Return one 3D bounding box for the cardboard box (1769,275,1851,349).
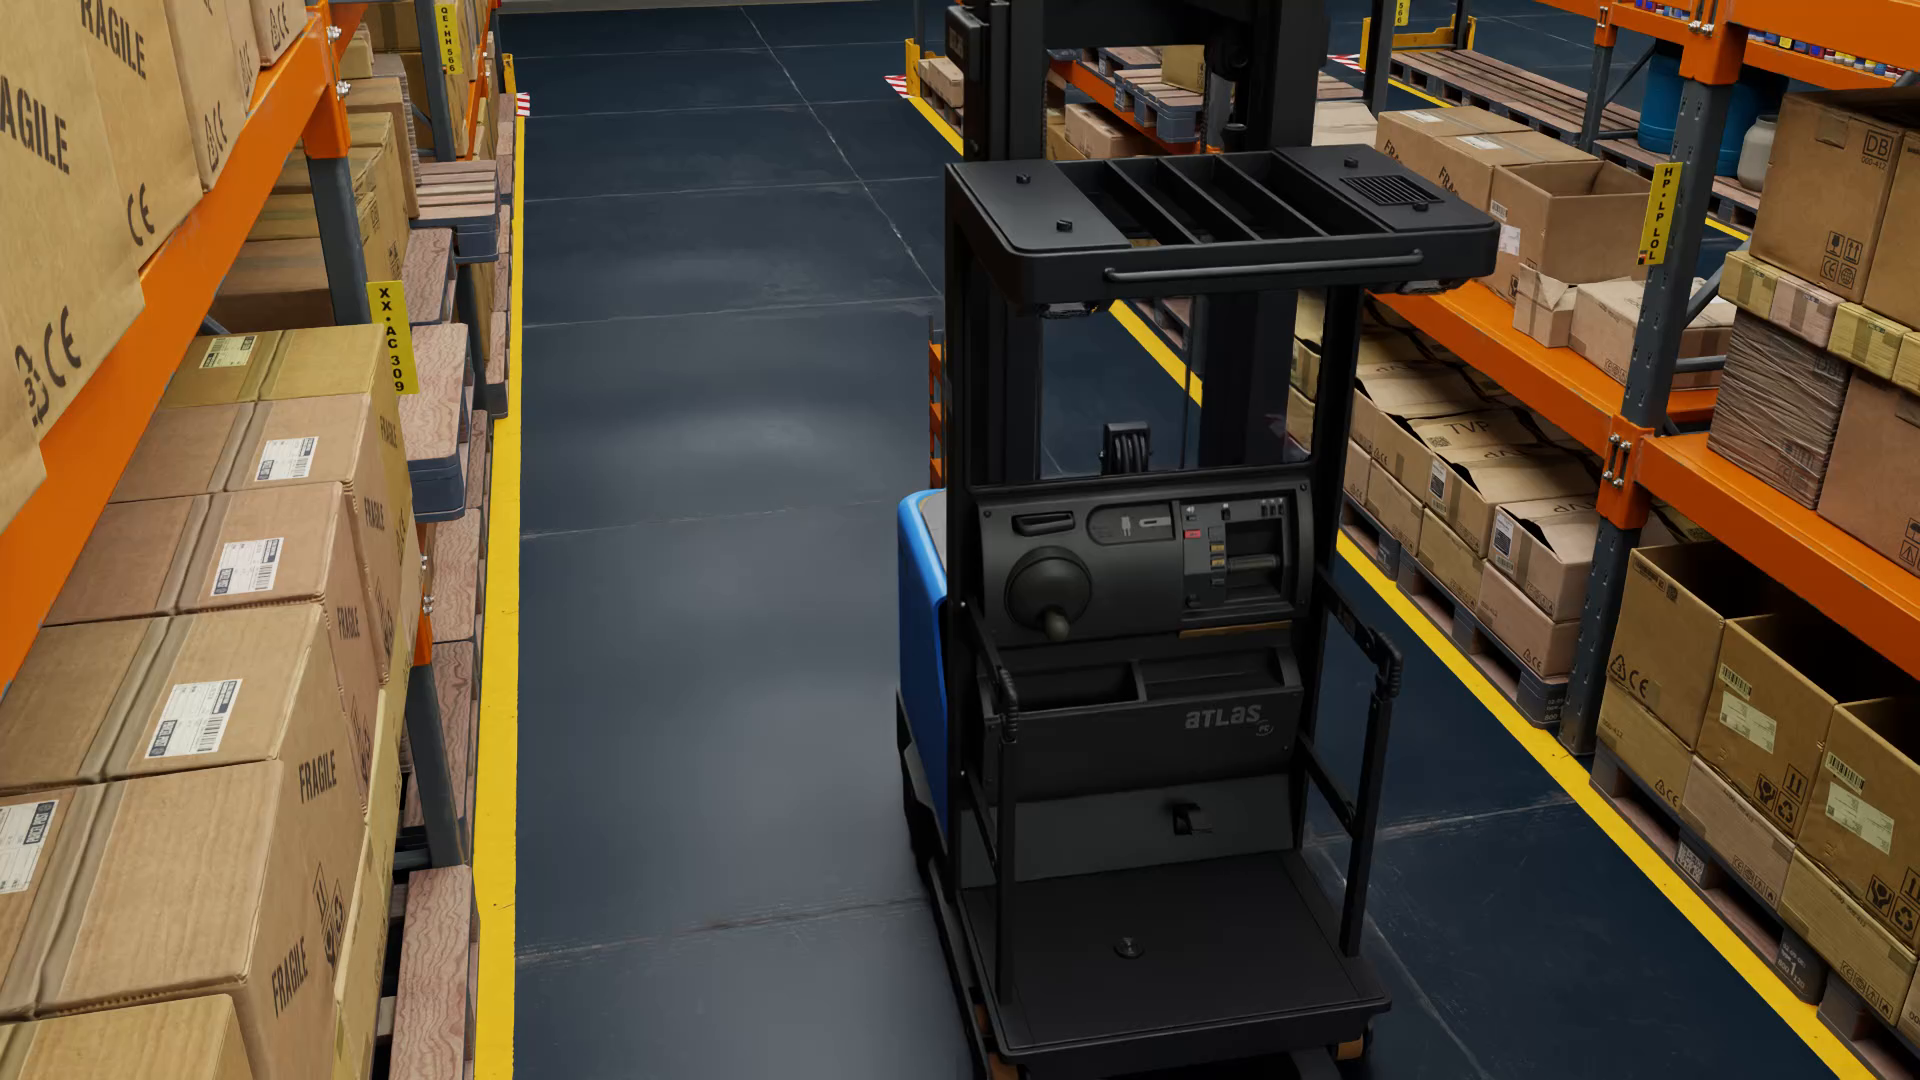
[{"bbox_3d":[2.673,-0.695,4.968,0.380,0.149,0.250,-6,27,-11],"label":"cardboard box"}]

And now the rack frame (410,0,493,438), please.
[{"bbox_3d":[-2.982,-1.860,8.107,1.000,3.000,0.127,-6,27,-12],"label":"rack frame"}]

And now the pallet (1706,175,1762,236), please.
[{"bbox_3d":[6.180,-2.498,12.465,1.003,0.211,1.213,-6,27,-12],"label":"pallet"}]

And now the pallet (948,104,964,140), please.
[{"bbox_3d":[0.510,-3.714,14.875,1.003,0.211,1.213,-6,27,-12],"label":"pallet"}]

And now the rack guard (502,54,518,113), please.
[{"bbox_3d":[-4.790,-4.267,15.649,1.175,0.500,0.348,-6,27,-12],"label":"rack guard"}]

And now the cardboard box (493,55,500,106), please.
[{"bbox_3d":[-4.530,-4.147,14.945,0.700,0.500,0.500,-6,27,-12],"label":"cardboard box"}]

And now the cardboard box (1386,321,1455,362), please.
[{"bbox_3d":[2.436,-0.921,8.209,0.500,0.311,0.500,-6,27,-12],"label":"cardboard box"}]

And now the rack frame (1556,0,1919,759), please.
[{"bbox_3d":[2.745,-0.609,5.627,1.000,3.000,0.127,-6,27,-12],"label":"rack frame"}]

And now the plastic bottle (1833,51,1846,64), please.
[{"bbox_3d":[5.972,-3.322,11.223,0.097,0.201,0.097,0,27,0],"label":"plastic bottle"}]

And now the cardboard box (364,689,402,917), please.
[{"bbox_3d":[-1.446,0.570,3.437,0.500,0.250,0.500,-6,27,-12],"label":"cardboard box"}]

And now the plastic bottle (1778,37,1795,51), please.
[{"bbox_3d":[5.834,-3.590,11.663,0.061,0.283,0.133,-6,27,-12],"label":"plastic bottle"}]

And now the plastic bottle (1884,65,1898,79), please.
[{"bbox_3d":[6.081,-3.108,10.800,0.097,0.201,0.097,0,27,0],"label":"plastic bottle"}]

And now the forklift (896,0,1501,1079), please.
[{"bbox_3d":[0.552,0.091,4.316,1.130,2.935,3.031,-5,27,-10],"label":"forklift"}]

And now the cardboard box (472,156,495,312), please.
[{"bbox_3d":[-3.211,-1.809,9.926,0.750,0.750,0.750,-6,27,-12],"label":"cardboard box"}]

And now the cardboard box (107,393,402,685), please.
[{"bbox_3d":[-1.555,0.014,3.706,0.500,0.500,0.500,-6,27,-12],"label":"cardboard box"}]

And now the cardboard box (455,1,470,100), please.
[{"bbox_3d":[-3.062,-2.735,9.376,0.500,0.500,0.500,-6,27,-12],"label":"cardboard box"}]

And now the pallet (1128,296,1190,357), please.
[{"bbox_3d":[1.712,-1.452,10.392,1.003,0.211,1.213,-6,27,-12],"label":"pallet"}]

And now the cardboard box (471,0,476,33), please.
[{"bbox_3d":[-3.534,-3.626,11.141,0.500,0.500,0.500,-6,27,-12],"label":"cardboard box"}]

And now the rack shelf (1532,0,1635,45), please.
[{"bbox_3d":[5.318,-5.179,15.481,1.077,0.370,4.000,-6,27,-12],"label":"rack shelf"}]

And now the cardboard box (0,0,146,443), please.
[{"bbox_3d":[-1.218,-0.380,1.712,0.500,0.500,0.500,-5,27,-9],"label":"cardboard box"}]

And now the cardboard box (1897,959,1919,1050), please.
[{"bbox_3d":[2.888,1.324,4.383,0.500,0.250,0.500,-6,27,-12],"label":"cardboard box"}]

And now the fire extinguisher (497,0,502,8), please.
[{"bbox_3d":[-4.369,-5.284,15.390,0.296,0.674,0.183,-6,27,-12],"label":"fire extinguisher"}]

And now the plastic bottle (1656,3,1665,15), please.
[{"bbox_3d":[5.510,-4.222,13.006,0.097,0.201,0.097,0,27,0],"label":"plastic bottle"}]

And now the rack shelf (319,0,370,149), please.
[{"bbox_3d":[-2.531,-2.000,5.853,1.077,0.370,4.000,-6,27,-12],"label":"rack shelf"}]

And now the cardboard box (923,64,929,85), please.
[{"bbox_3d":[-0.144,-4.480,15.953,0.380,0.166,0.250,-6,27,-12],"label":"cardboard box"}]

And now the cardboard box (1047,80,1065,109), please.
[{"bbox_3d":[0.537,-3.423,13.488,0.500,0.500,0.500,-6,27,-12],"label":"cardboard box"}]

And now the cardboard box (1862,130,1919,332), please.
[{"bbox_3d":[2.966,-0.817,4.489,0.700,0.500,0.500,-6,27,-12],"label":"cardboard box"}]

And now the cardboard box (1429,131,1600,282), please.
[{"bbox_3d":[2.356,-1.444,7.170,0.500,0.500,0.500,-6,27,-12],"label":"cardboard box"}]

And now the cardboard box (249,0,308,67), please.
[{"bbox_3d":[-1.725,-1.299,3.533,0.500,0.500,0.500,-5,27,-10],"label":"cardboard box"}]

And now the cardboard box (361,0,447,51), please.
[{"bbox_3d":[-2.840,-2.620,8.315,0.500,0.250,0.500,-5,27,-10],"label":"cardboard box"}]

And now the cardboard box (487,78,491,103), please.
[{"bbox_3d":[-3.851,-3.485,12.914,0.380,0.149,0.250,-5,27,-10],"label":"cardboard box"}]

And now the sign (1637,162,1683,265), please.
[{"bbox_3d":[2.218,-1.031,5.267,0.100,0.325,0.005,-6,27,-12],"label":"sign"}]

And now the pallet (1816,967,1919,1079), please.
[{"bbox_3d":[3.162,1.526,4.492,1.003,0.211,1.213,-6,27,-12],"label":"pallet"}]

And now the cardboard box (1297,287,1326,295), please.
[{"bbox_3d":[1.675,-1.316,8.991,0.500,0.311,0.500,-5,27,-10],"label":"cardboard box"}]

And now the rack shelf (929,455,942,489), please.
[{"bbox_3d":[-0.012,-0.235,7.690,0.215,0.259,0.240,-6,27,-12],"label":"rack shelf"}]

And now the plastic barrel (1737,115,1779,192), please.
[{"bbox_3d":[6.075,-2.891,12.443,0.421,0.512,0.421,0,27,0],"label":"plastic barrel"}]

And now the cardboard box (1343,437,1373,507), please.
[{"bbox_3d":[2.028,-0.392,7.783,0.500,0.250,0.500,-5,27,-11],"label":"cardboard box"}]

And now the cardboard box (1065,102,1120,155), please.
[{"bbox_3d":[1.039,-2.860,11.541,0.500,0.250,0.500,-6,27,-11],"label":"cardboard box"}]

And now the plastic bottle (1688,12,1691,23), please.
[{"bbox_3d":[5.606,-4.035,12.635,0.097,0.201,0.097,0,27,0],"label":"plastic bottle"}]

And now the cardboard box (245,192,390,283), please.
[{"bbox_3d":[-2.281,-0.818,5.443,0.700,0.500,0.500,-3,27,-6],"label":"cardboard box"}]

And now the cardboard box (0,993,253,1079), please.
[{"bbox_3d":[-1.096,0.917,1.916,0.500,0.500,0.500,-6,27,-11],"label":"cardboard box"}]

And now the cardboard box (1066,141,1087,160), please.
[{"bbox_3d":[1.050,-2.511,11.682,0.500,0.500,0.500,-6,27,-11],"label":"cardboard box"}]

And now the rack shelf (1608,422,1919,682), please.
[{"bbox_3d":[3.196,0.590,4.050,1.077,0.370,4.000,-6,27,-12],"label":"rack shelf"}]

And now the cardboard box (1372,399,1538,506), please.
[{"bbox_3d":[2.141,-0.415,7.206,0.500,0.311,0.500,-6,27,-12],"label":"cardboard box"}]

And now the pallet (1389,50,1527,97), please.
[{"bbox_3d":[5.015,-4.767,16.961,1.003,0.211,1.213,-6,27,-12],"label":"pallet"}]

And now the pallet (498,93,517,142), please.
[{"bbox_3d":[-4.528,-3.784,15.013,1.003,0.211,1.213,-6,27,-12],"label":"pallet"}]

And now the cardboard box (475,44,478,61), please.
[{"bbox_3d":[-3.452,-3.285,11.186,0.380,0.149,0.250,-5,27,-11],"label":"cardboard box"}]

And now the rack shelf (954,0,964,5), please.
[{"bbox_3d":[0.491,-4.678,14.487,1.077,0.370,4.000,-6,27,-12],"label":"rack shelf"}]

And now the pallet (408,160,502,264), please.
[{"bbox_3d":[-2.718,-1.473,7.552,1.213,0.211,1.003,-6,27,-12],"label":"pallet"}]

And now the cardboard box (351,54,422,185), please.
[{"bbox_3d":[-2.866,-1.896,7.578,0.700,0.500,0.500,-9,28,-18],"label":"cardboard box"}]

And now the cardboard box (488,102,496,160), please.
[{"bbox_3d":[-4.062,-3.247,13.163,0.700,0.500,0.500,-6,27,-12],"label":"cardboard box"}]

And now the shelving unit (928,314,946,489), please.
[{"bbox_3d":[-0.012,-0.492,7.560,0.215,1.050,0.252,-6,27,-12],"label":"shelving unit"}]

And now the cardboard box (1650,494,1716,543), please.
[{"bbox_3d":[2.894,-0.026,6.436,0.500,0.311,0.500,-6,27,-11],"label":"cardboard box"}]
